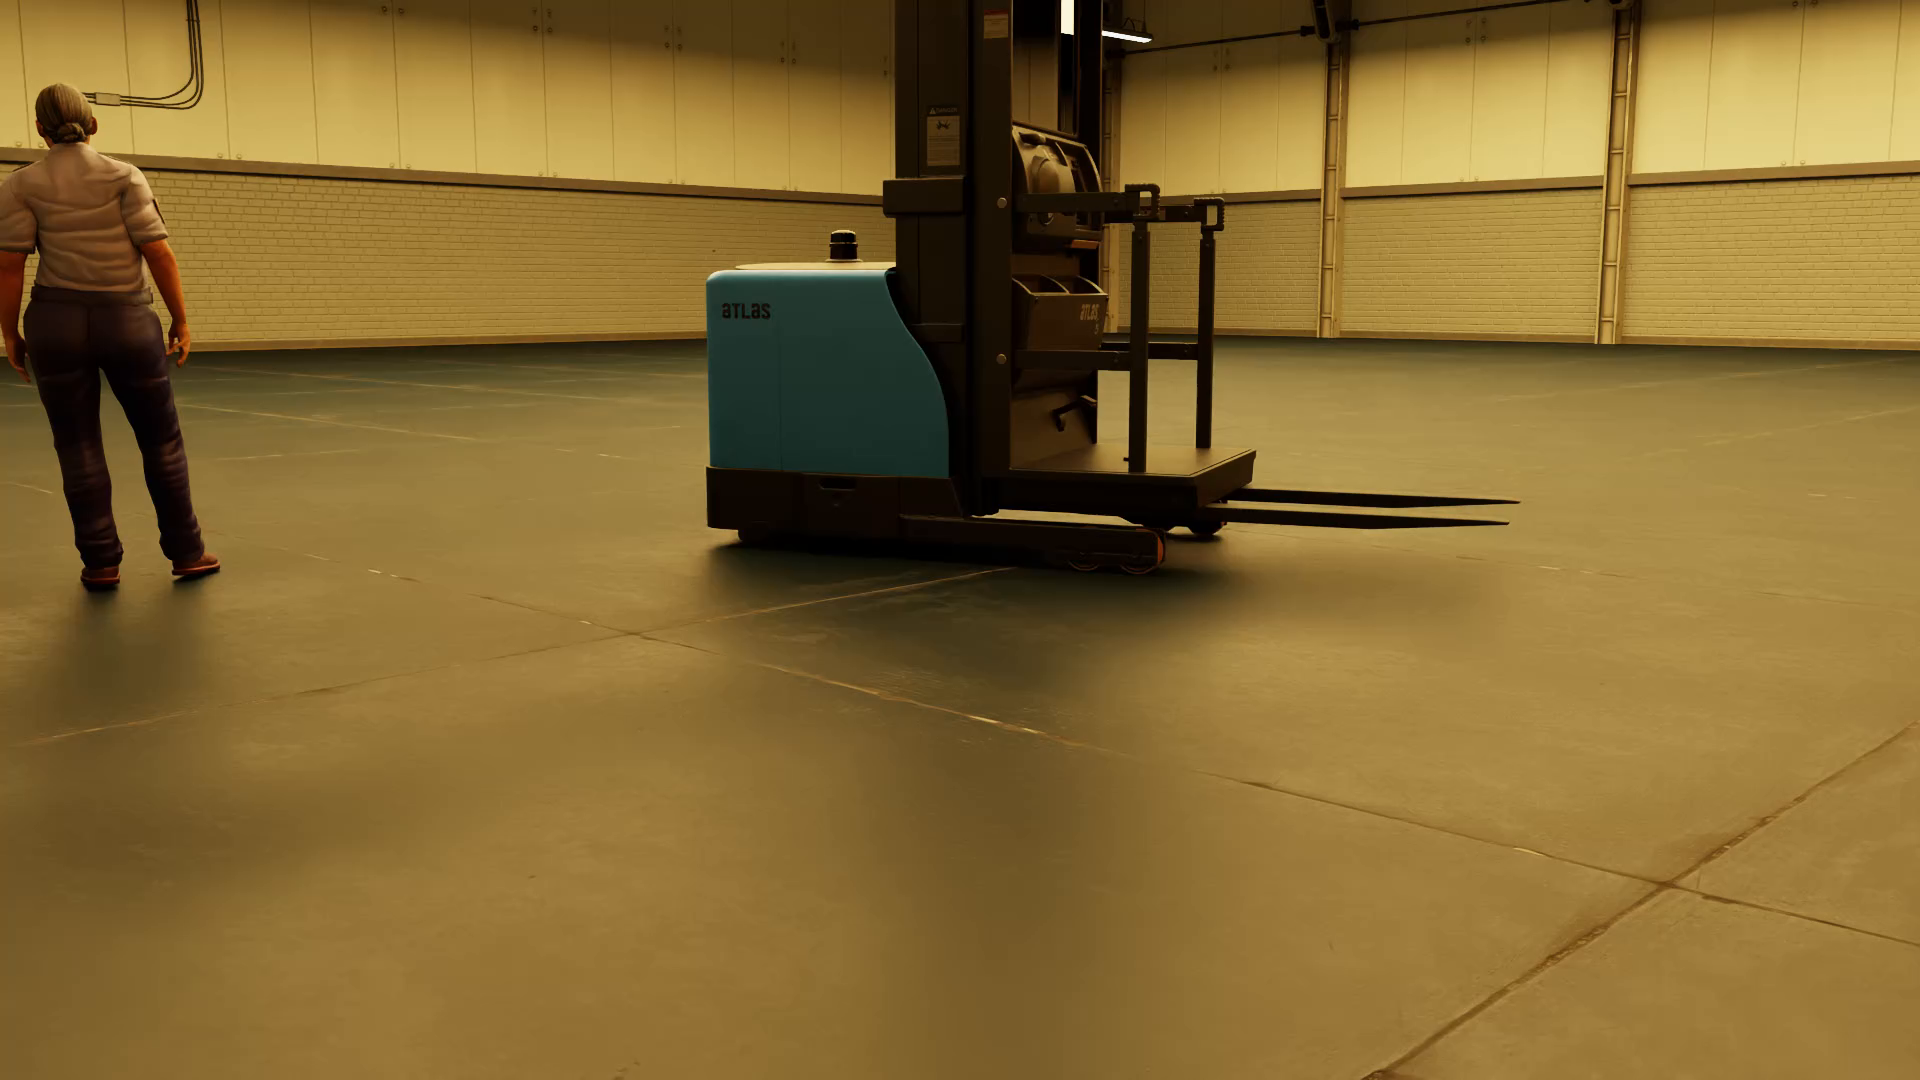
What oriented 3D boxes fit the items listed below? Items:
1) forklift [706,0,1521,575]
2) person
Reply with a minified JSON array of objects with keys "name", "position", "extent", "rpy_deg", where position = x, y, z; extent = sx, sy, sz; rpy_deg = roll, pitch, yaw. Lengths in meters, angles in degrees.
[{"name":"forklift","position":[0.565,-1.416,6.275],"extent":[3.031,2.935,1.130],"rpy_deg":[3,9,22]},{"name":"person","position":[-2.885,-0.674,5.612],"extent":[0.598,1.651,0.502],"rpy_deg":[-3,9,-21]}]
